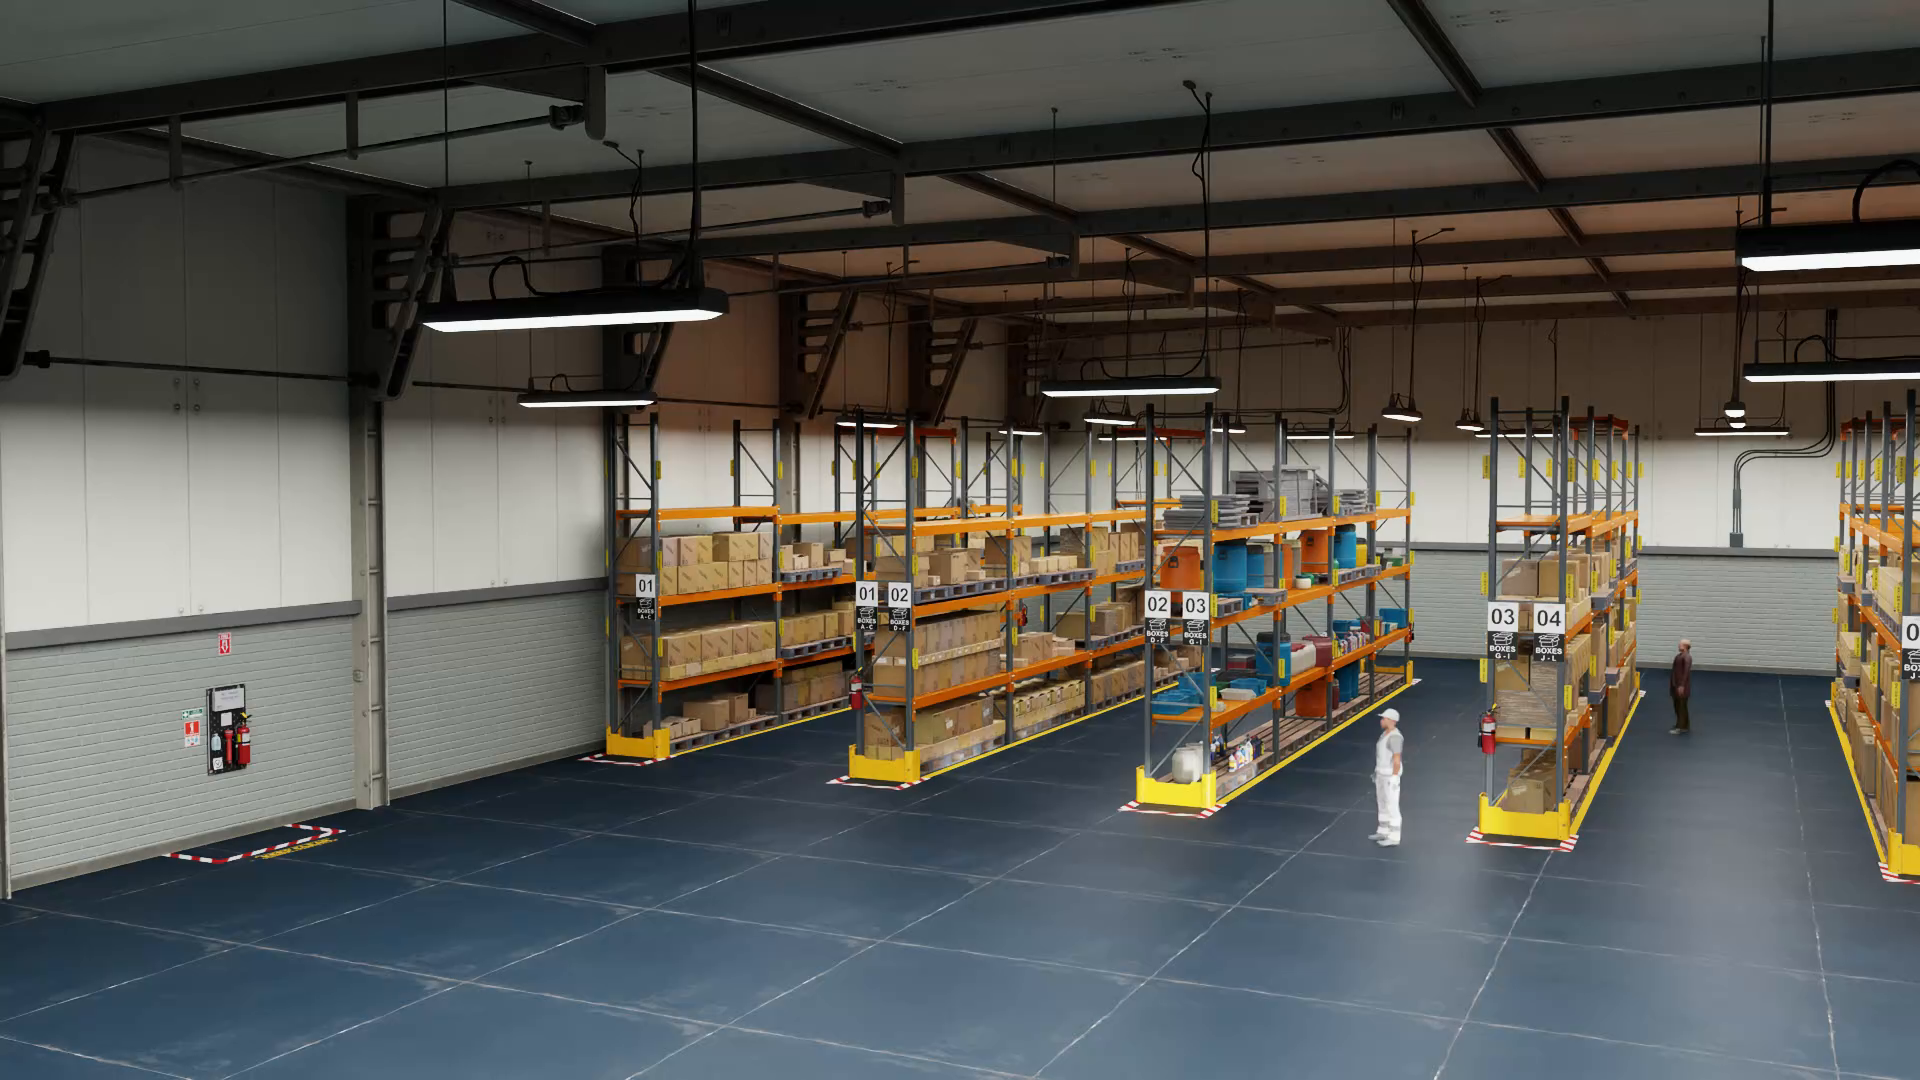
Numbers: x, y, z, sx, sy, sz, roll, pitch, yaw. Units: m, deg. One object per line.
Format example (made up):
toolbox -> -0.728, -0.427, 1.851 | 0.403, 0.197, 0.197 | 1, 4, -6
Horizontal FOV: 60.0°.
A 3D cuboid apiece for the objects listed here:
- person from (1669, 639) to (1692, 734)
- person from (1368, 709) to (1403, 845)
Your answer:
person -> 13.756, 2.787, 31.757 | 0.574, 1.792, 0.589 | 0, 2, -10
person -> 5.711, 3.156, 22.295 | 0.393, 1.795, 0.596 | 0, 2, -11
